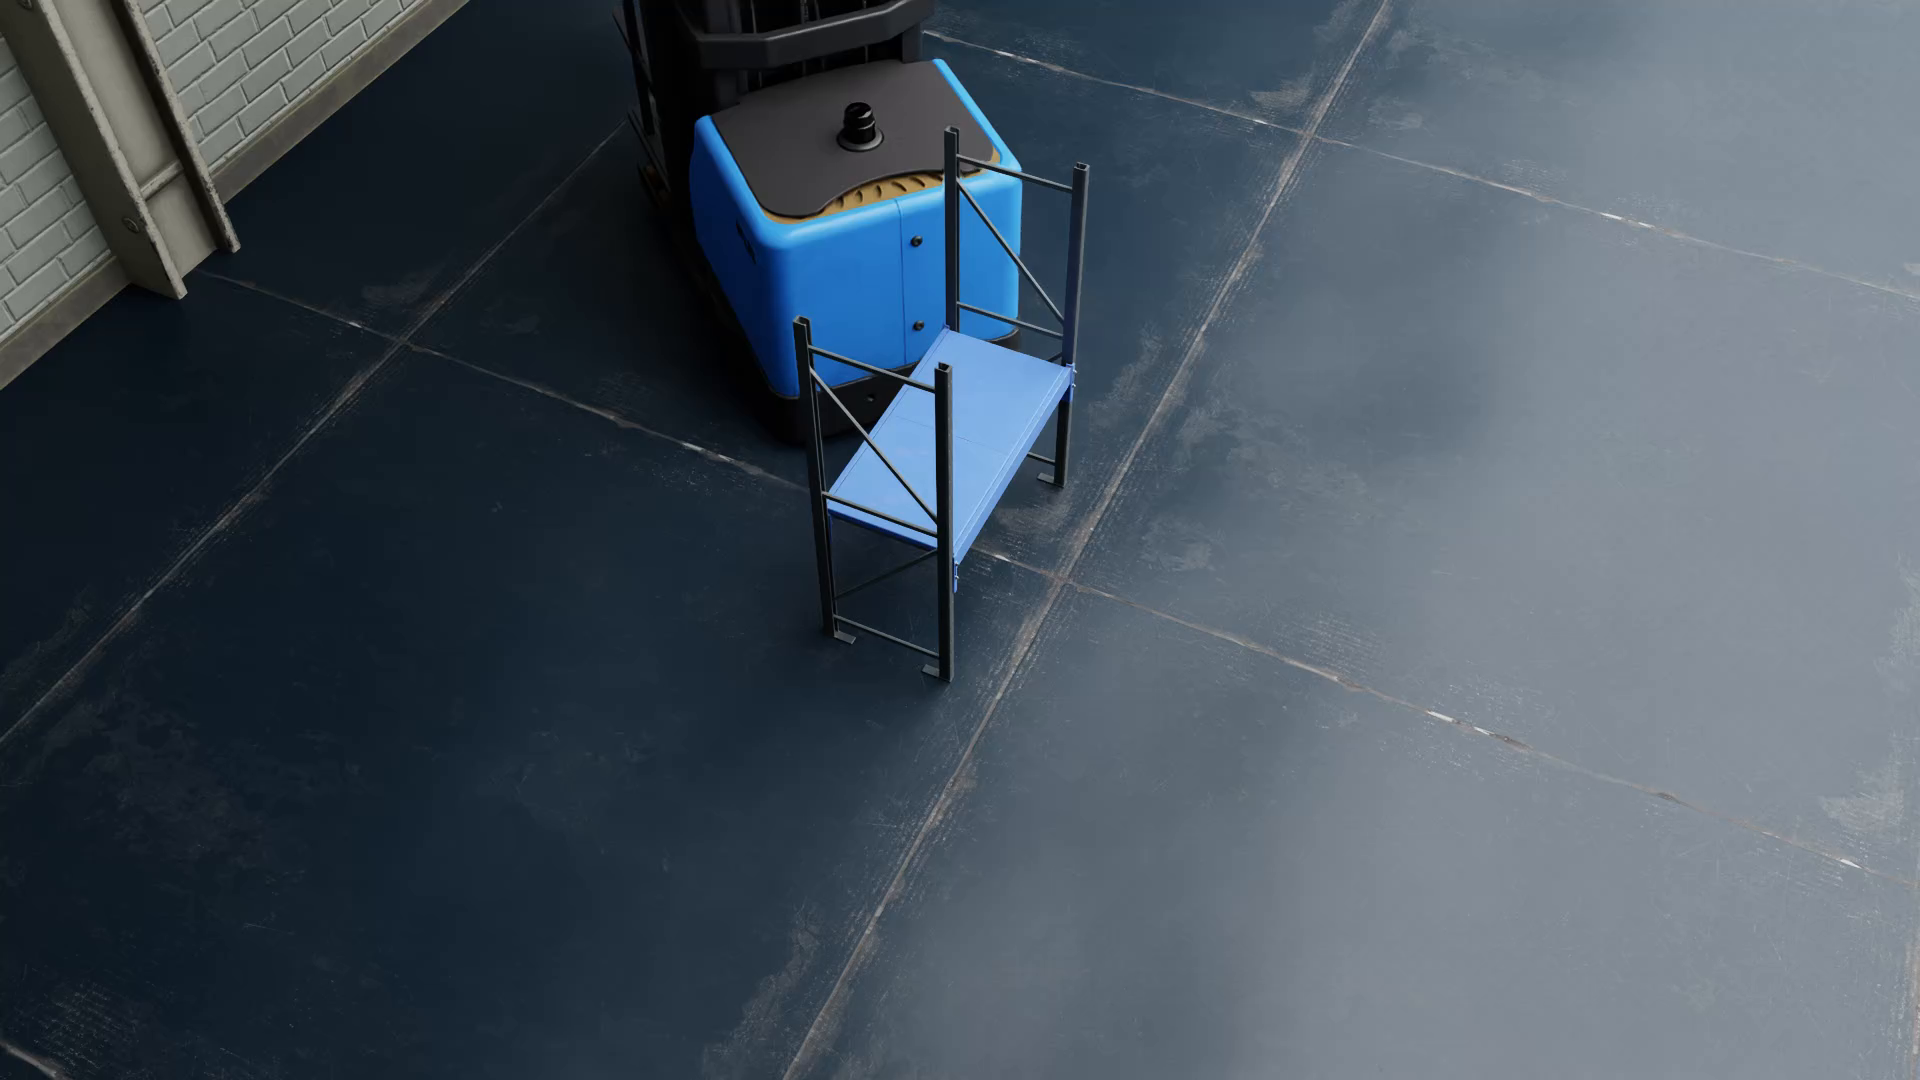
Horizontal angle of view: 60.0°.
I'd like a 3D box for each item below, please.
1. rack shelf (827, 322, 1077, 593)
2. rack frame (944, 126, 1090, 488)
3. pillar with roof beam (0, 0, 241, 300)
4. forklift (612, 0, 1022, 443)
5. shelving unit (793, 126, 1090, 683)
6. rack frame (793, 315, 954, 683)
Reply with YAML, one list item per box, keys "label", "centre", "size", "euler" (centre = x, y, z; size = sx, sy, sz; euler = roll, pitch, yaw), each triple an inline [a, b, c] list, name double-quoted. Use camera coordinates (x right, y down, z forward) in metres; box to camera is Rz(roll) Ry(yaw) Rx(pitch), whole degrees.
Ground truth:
- label: "rack shelf"
  centre: [-0.036, -0.311, 5.766]
  size: [0.538, 0.185, 1.000]
  euler: [20, 52, 16]
- label: "rack frame"
  centre: [0.181, -0.777, 5.927]
  size: [0.500, 1.500, 0.032]
  euler: [20, 52, 16]
- label: "pillar with roof beam"
  centre: [0.492, -2.730, 2.664]
  size: [9.100, 9.000, 0.400]
  euler: [20, 52, 16]
- label: "forklift"
  centre: [-0.803, -2.473, 6.430]
  size: [1.130, 2.935, 3.031]
  euler: [-18, 52, -15]
- label: "shelving unit"
  centre: [-0.036, -0.427, 5.629]
  size: [0.538, 1.500, 1.048]
  euler: [20, 52, 16]
- label: "rack frame"
  centre: [-0.254, -0.077, 5.331]
  size: [0.500, 1.500, 0.032]
  euler: [20, 52, 16]
